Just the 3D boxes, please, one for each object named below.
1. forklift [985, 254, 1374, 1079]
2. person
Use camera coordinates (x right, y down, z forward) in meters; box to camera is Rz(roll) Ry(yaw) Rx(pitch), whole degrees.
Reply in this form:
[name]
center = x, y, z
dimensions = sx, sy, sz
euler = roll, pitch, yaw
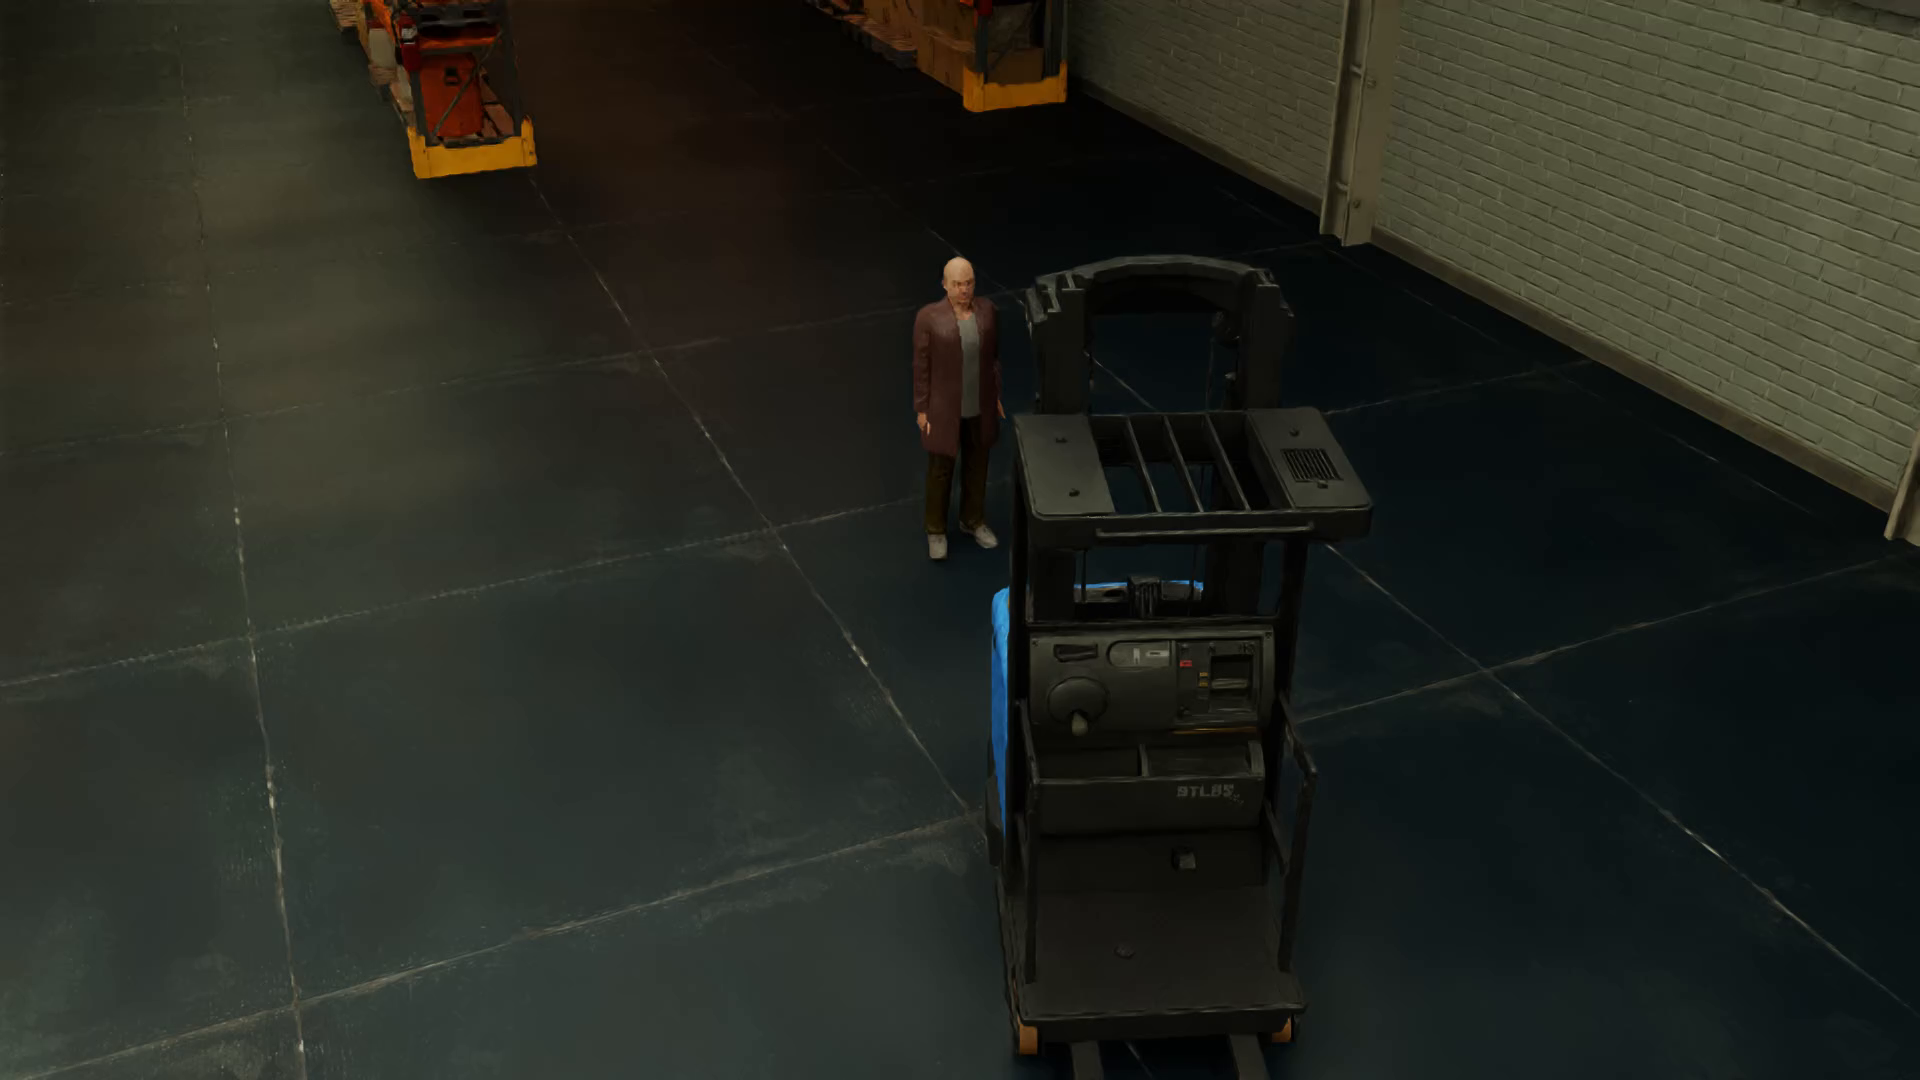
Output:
[forklift]
center = 0.742, 0.580, 6.105
dimensions = 1.130, 2.935, 3.031
euler = -2, 30, -3
[person]
center = 0.012, -0.762, 9.610
dimensions = 0.558, 1.783, 0.377
euler = -12, 32, -20
